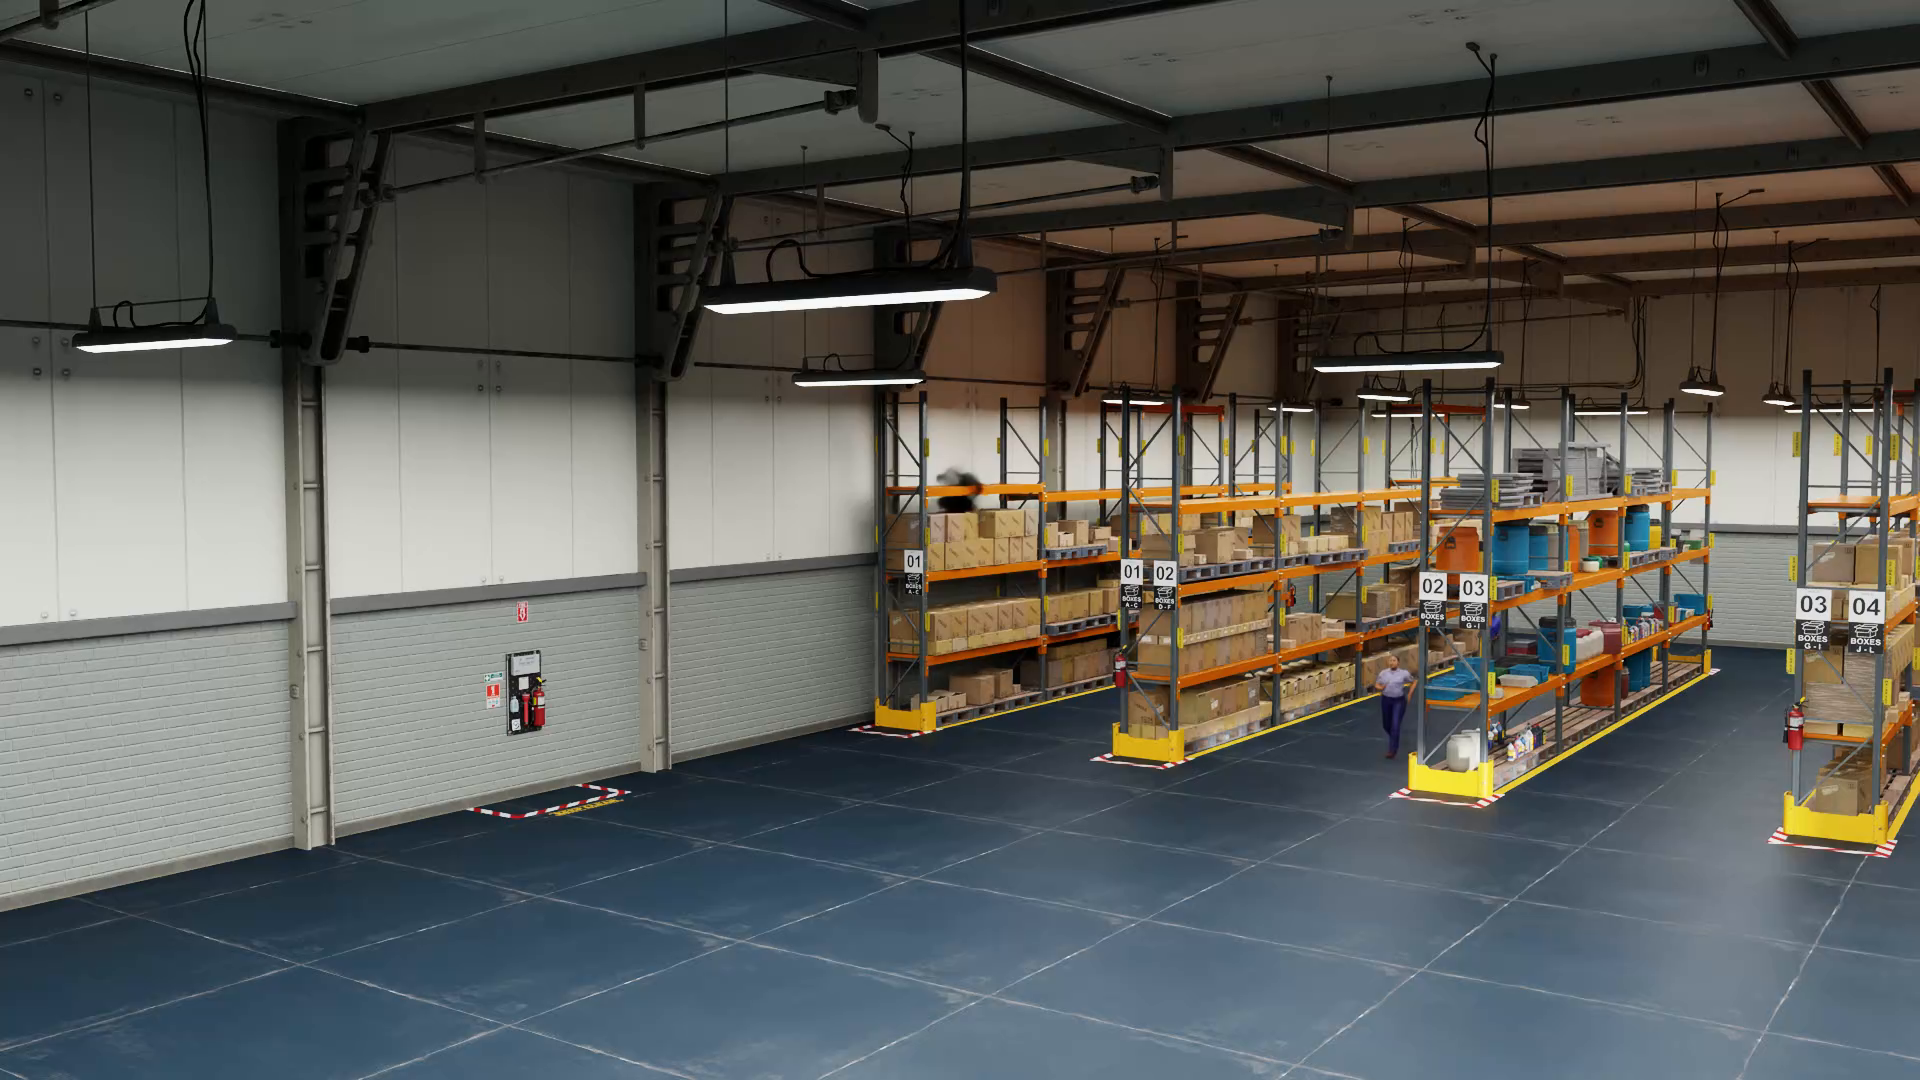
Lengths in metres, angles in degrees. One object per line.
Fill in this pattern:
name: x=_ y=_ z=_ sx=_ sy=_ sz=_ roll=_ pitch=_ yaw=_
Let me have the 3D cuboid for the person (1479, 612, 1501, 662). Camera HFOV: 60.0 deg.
person: x=11.328 y=2.222 z=35.443 sx=0.567 sy=1.650 sz=0.705 roll=2 pitch=4 yaw=32

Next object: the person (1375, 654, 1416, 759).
person: x=7.043 y=2.665 z=26.988 sx=0.607 sy=1.632 sz=0.941 roll=2 pitch=4 yaw=33
